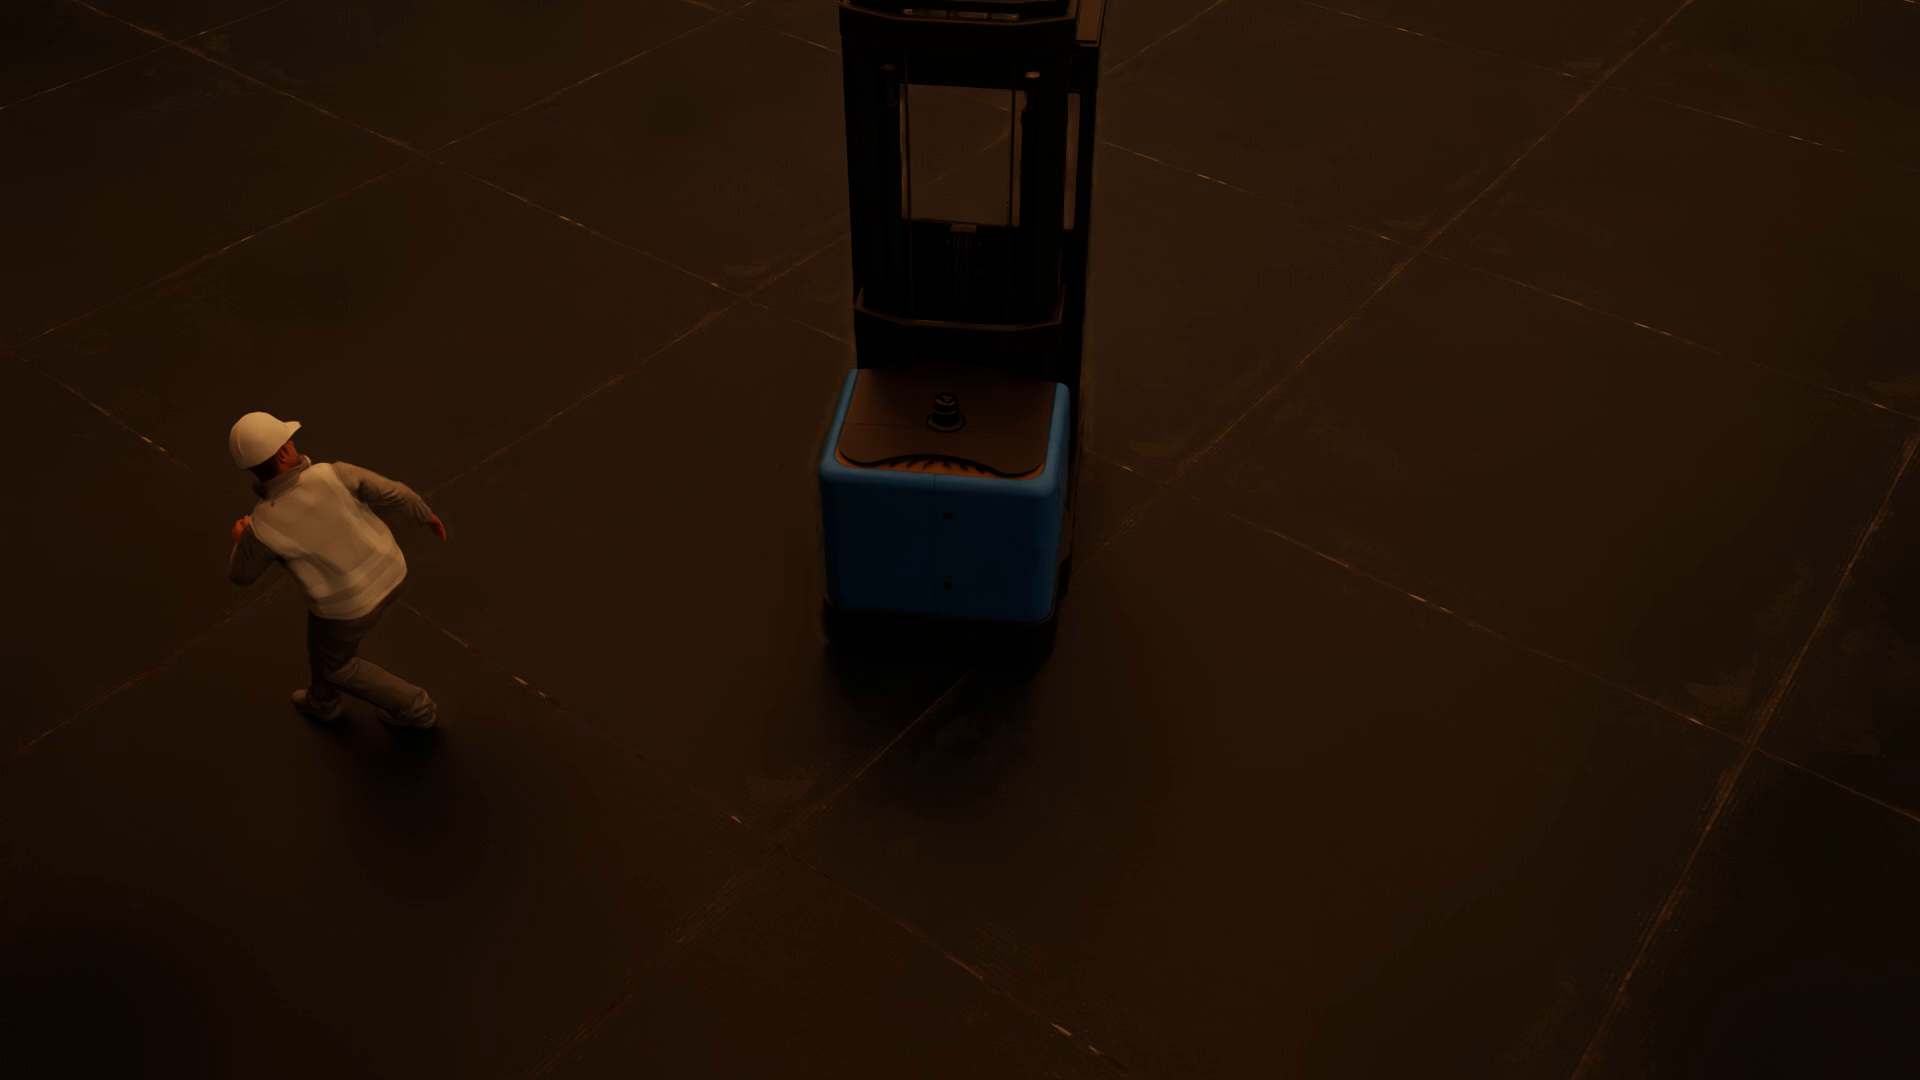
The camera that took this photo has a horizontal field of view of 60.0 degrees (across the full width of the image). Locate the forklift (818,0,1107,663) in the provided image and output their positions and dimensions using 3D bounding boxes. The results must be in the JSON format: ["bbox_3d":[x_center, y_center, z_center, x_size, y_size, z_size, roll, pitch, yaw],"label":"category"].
[{"bbox_3d":[0.074,-1.509,7.844,1.130,2.935,3.031,5,41,5],"label":"forklift"}]

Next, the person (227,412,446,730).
[{"bbox_3d":[-2.638,0.096,6.981,0.797,1.644,0.788,18,44,20],"label":"person"}]
